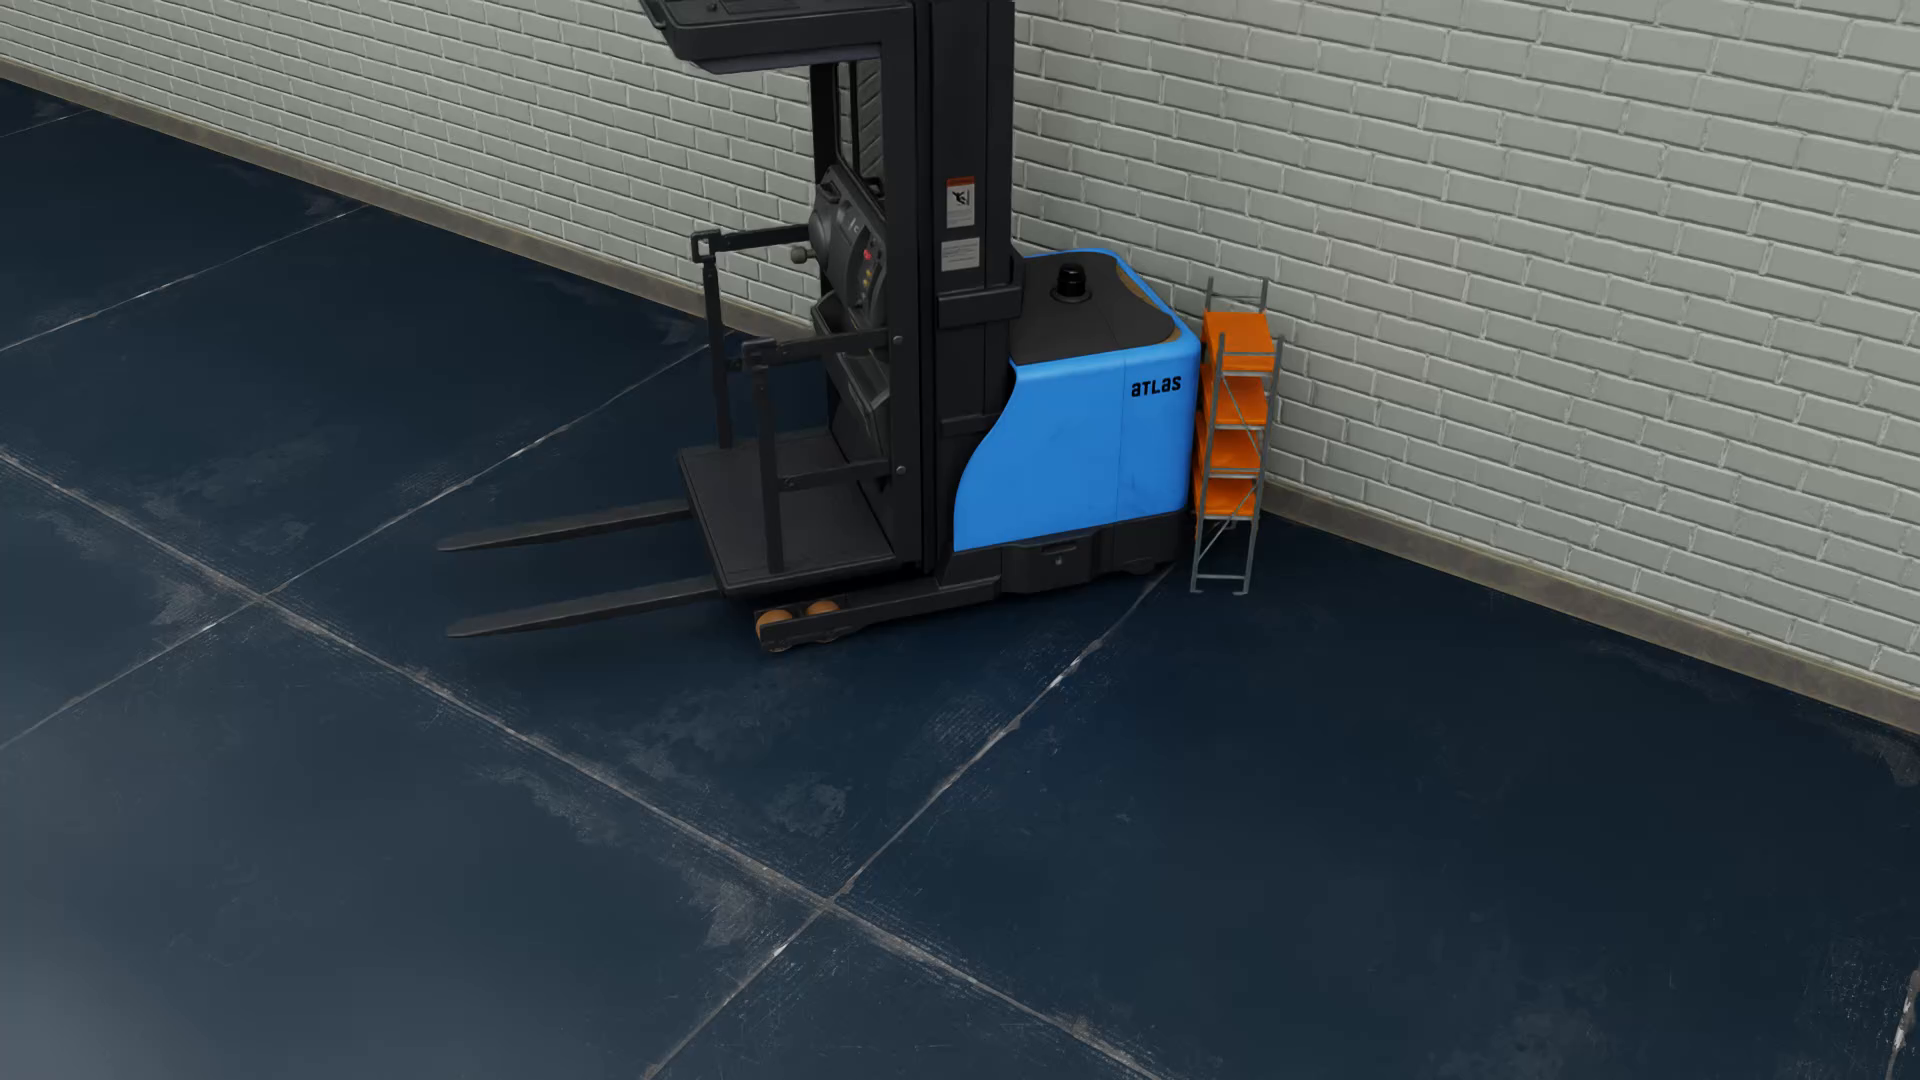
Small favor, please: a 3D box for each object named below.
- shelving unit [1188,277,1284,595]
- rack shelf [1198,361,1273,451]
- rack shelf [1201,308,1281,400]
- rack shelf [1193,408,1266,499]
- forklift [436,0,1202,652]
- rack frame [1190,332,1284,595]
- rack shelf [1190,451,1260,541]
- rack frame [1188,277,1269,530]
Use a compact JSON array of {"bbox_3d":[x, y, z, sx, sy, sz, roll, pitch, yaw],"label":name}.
[{"bbox_3d":[1.095,-0.413,6.786,0.258,1.200,0.503,2,34,1],"label":"shelving unit"},{"bbox_3d":[1.098,-0.543,6.698,0.258,0.148,0.480,2,34,1],"label":"rack shelf"},{"bbox_3d":[1.102,-0.739,6.565,0.258,0.148,0.480,2,34,1],"label":"rack shelf"},{"bbox_3d":[1.094,-0.358,6.823,0.258,0.148,0.480,2,34,1],"label":"rack shelf"},{"bbox_3d":[-0.611,-1.103,6.265,3.031,2.935,1.130,-10,35,-15],"label":"forklift"},{"bbox_3d":[1.087,-0.277,6.584,0.240,1.200,0.015,2,34,1],"label":"rack frame"},{"bbox_3d":[1.090,-0.193,6.935,0.258,0.148,0.480,2,34,1],"label":"rack shelf"},{"bbox_3d":[1.103,-0.550,6.988,0.240,1.200,0.015,2,34,1],"label":"rack frame"}]
